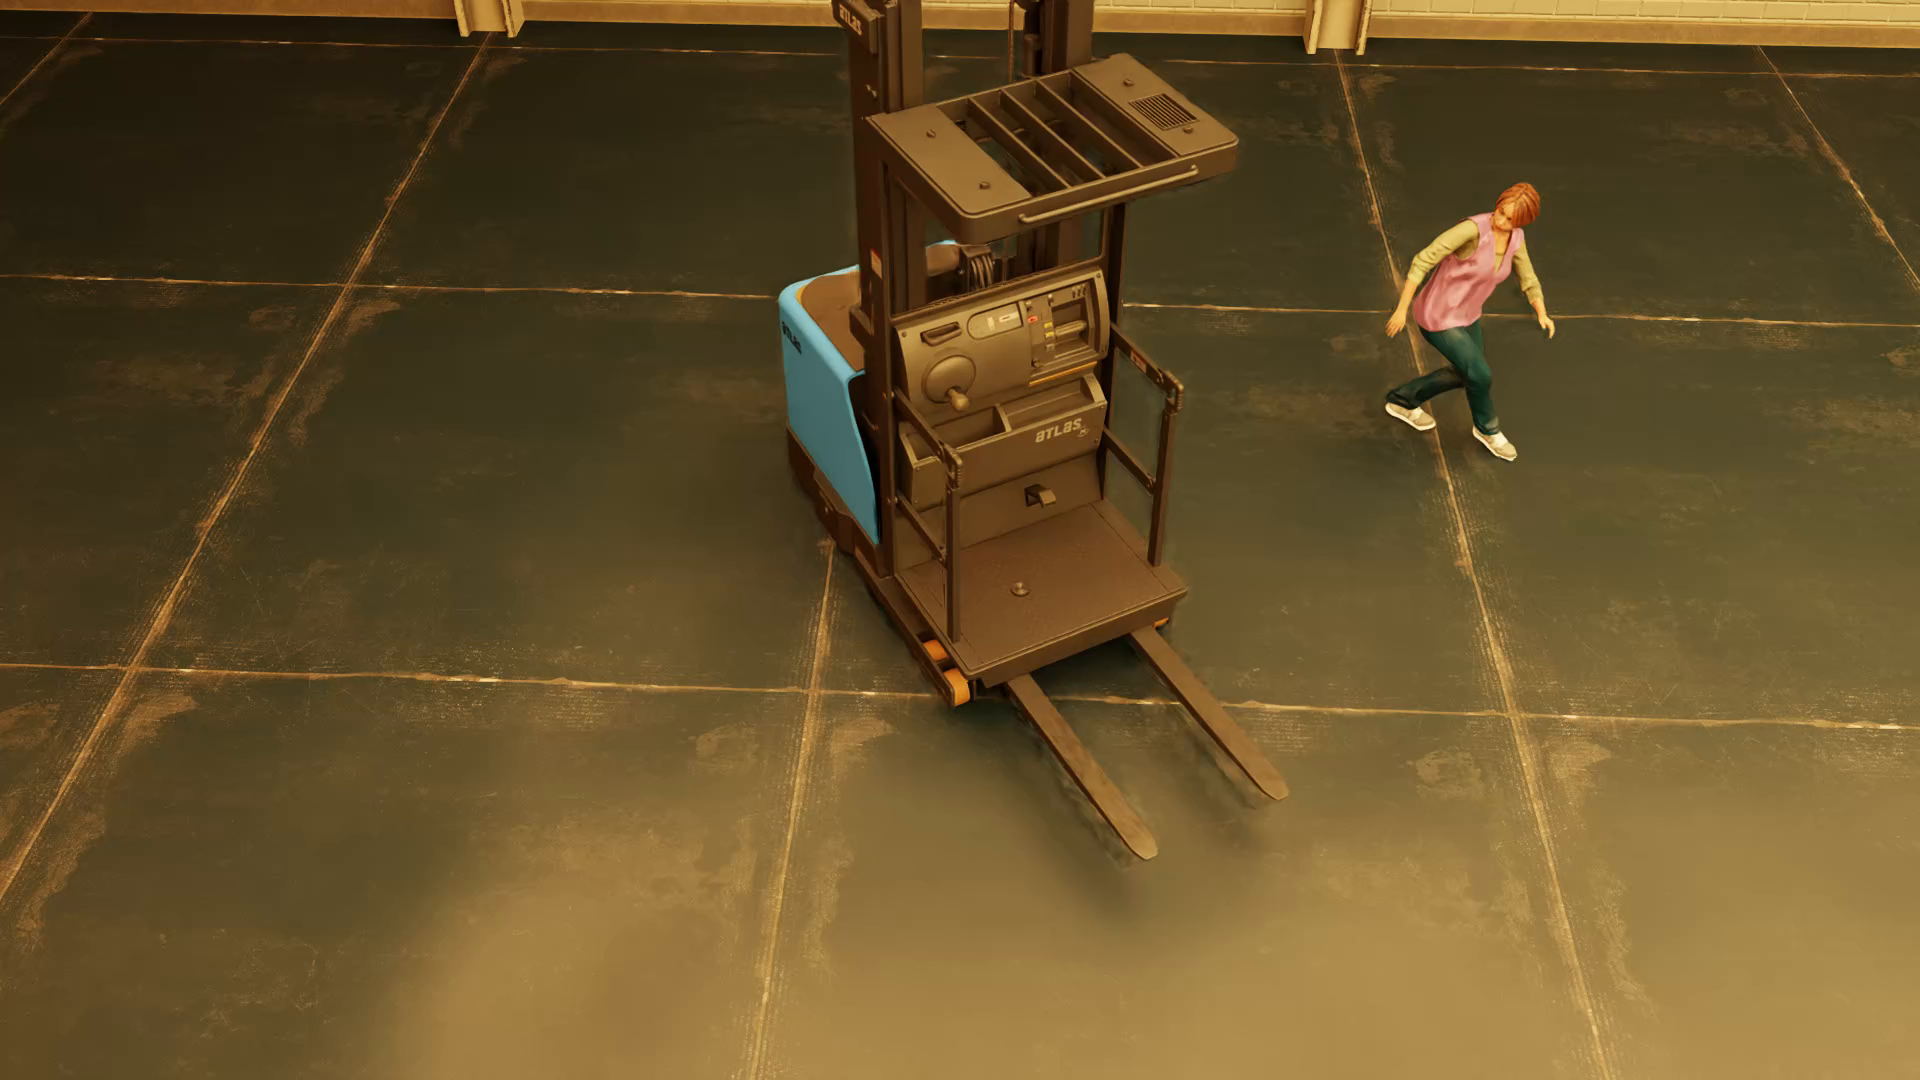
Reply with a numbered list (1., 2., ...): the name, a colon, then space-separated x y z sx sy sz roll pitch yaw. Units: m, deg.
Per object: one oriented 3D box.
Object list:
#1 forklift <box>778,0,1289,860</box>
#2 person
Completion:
1. forklift: 0.286 -0.719 6.530 1.130 2.935 3.031 -20 46 -20
2. person: 2.443 -1.004 7.945 0.656 1.469 0.743 -34 52 -31
